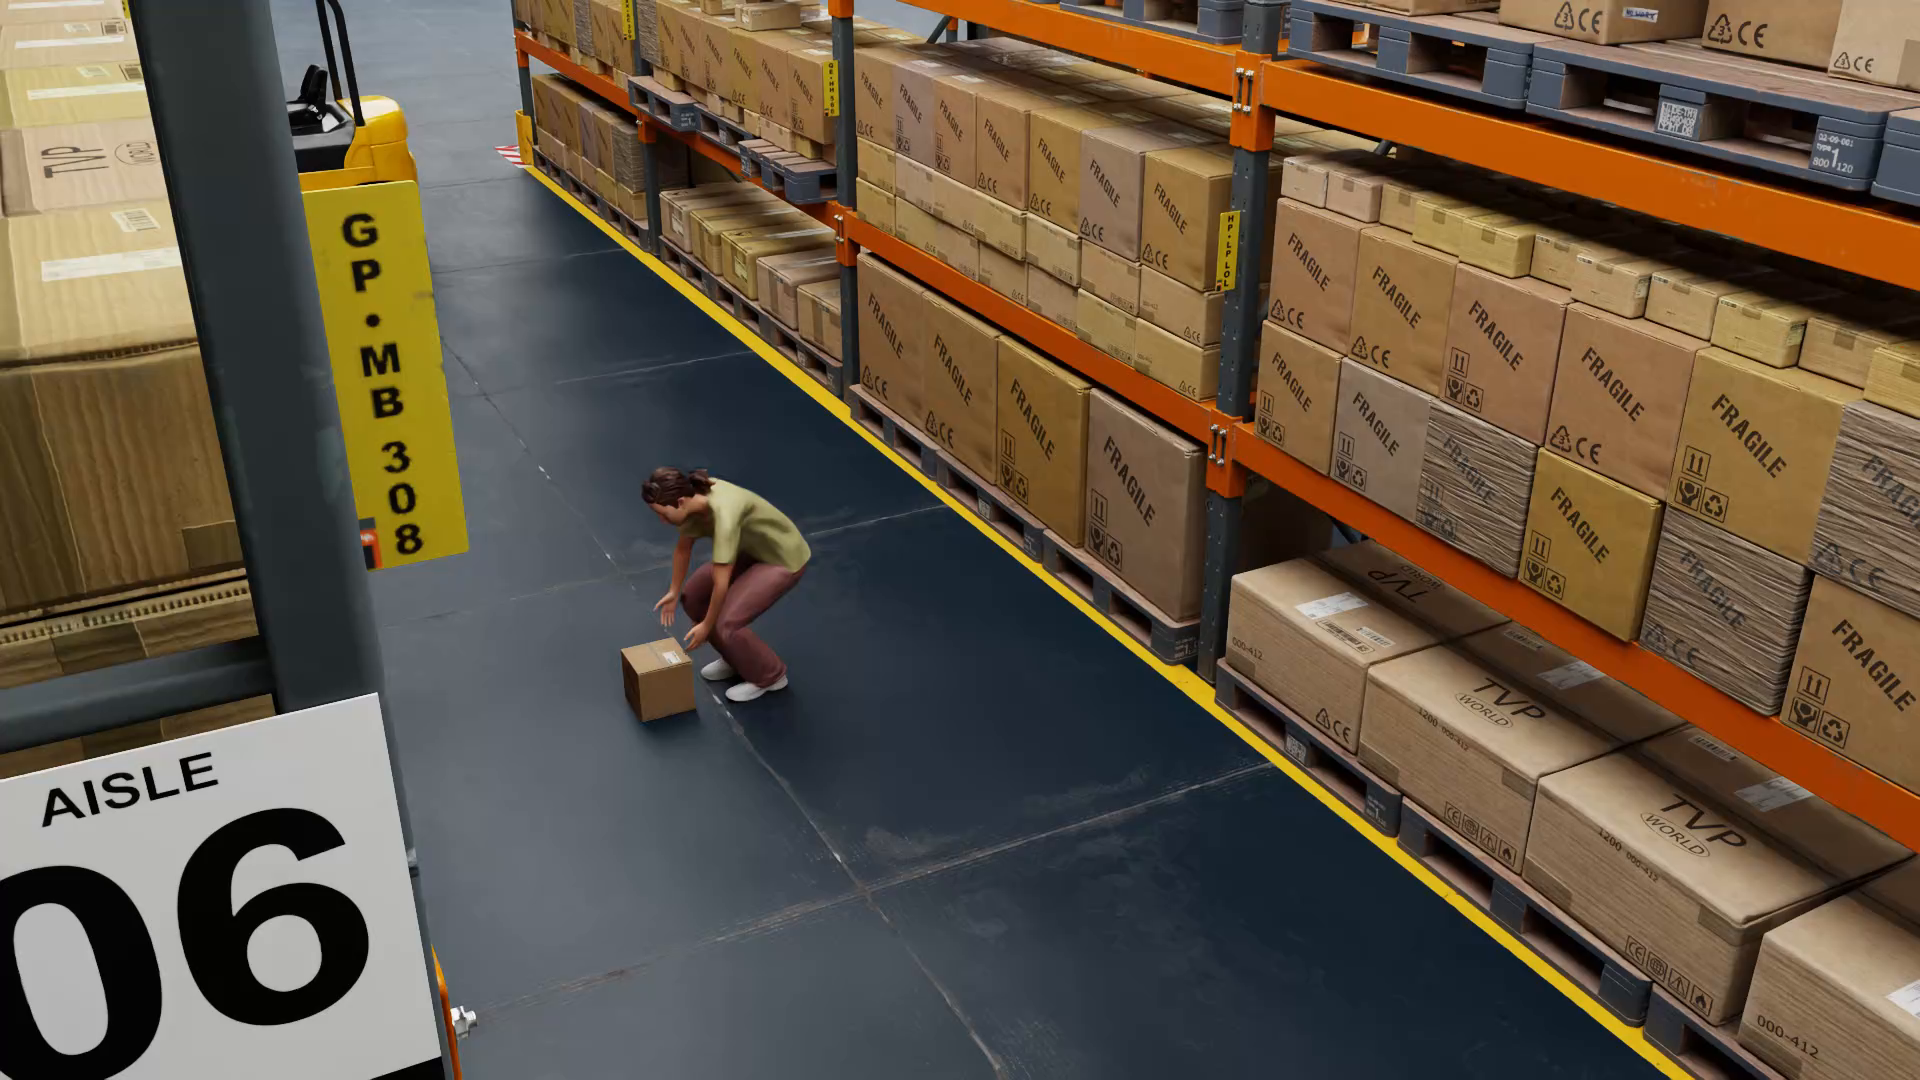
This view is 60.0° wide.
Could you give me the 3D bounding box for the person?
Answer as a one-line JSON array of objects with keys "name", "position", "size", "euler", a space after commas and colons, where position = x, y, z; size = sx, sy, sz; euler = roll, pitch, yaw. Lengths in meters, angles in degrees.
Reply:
[{"name": "person", "position": [-1.017, 0.161, 7.378], "size": [0.739, 1.159, 0.503], "euler": [-13, 29, -25]}]
